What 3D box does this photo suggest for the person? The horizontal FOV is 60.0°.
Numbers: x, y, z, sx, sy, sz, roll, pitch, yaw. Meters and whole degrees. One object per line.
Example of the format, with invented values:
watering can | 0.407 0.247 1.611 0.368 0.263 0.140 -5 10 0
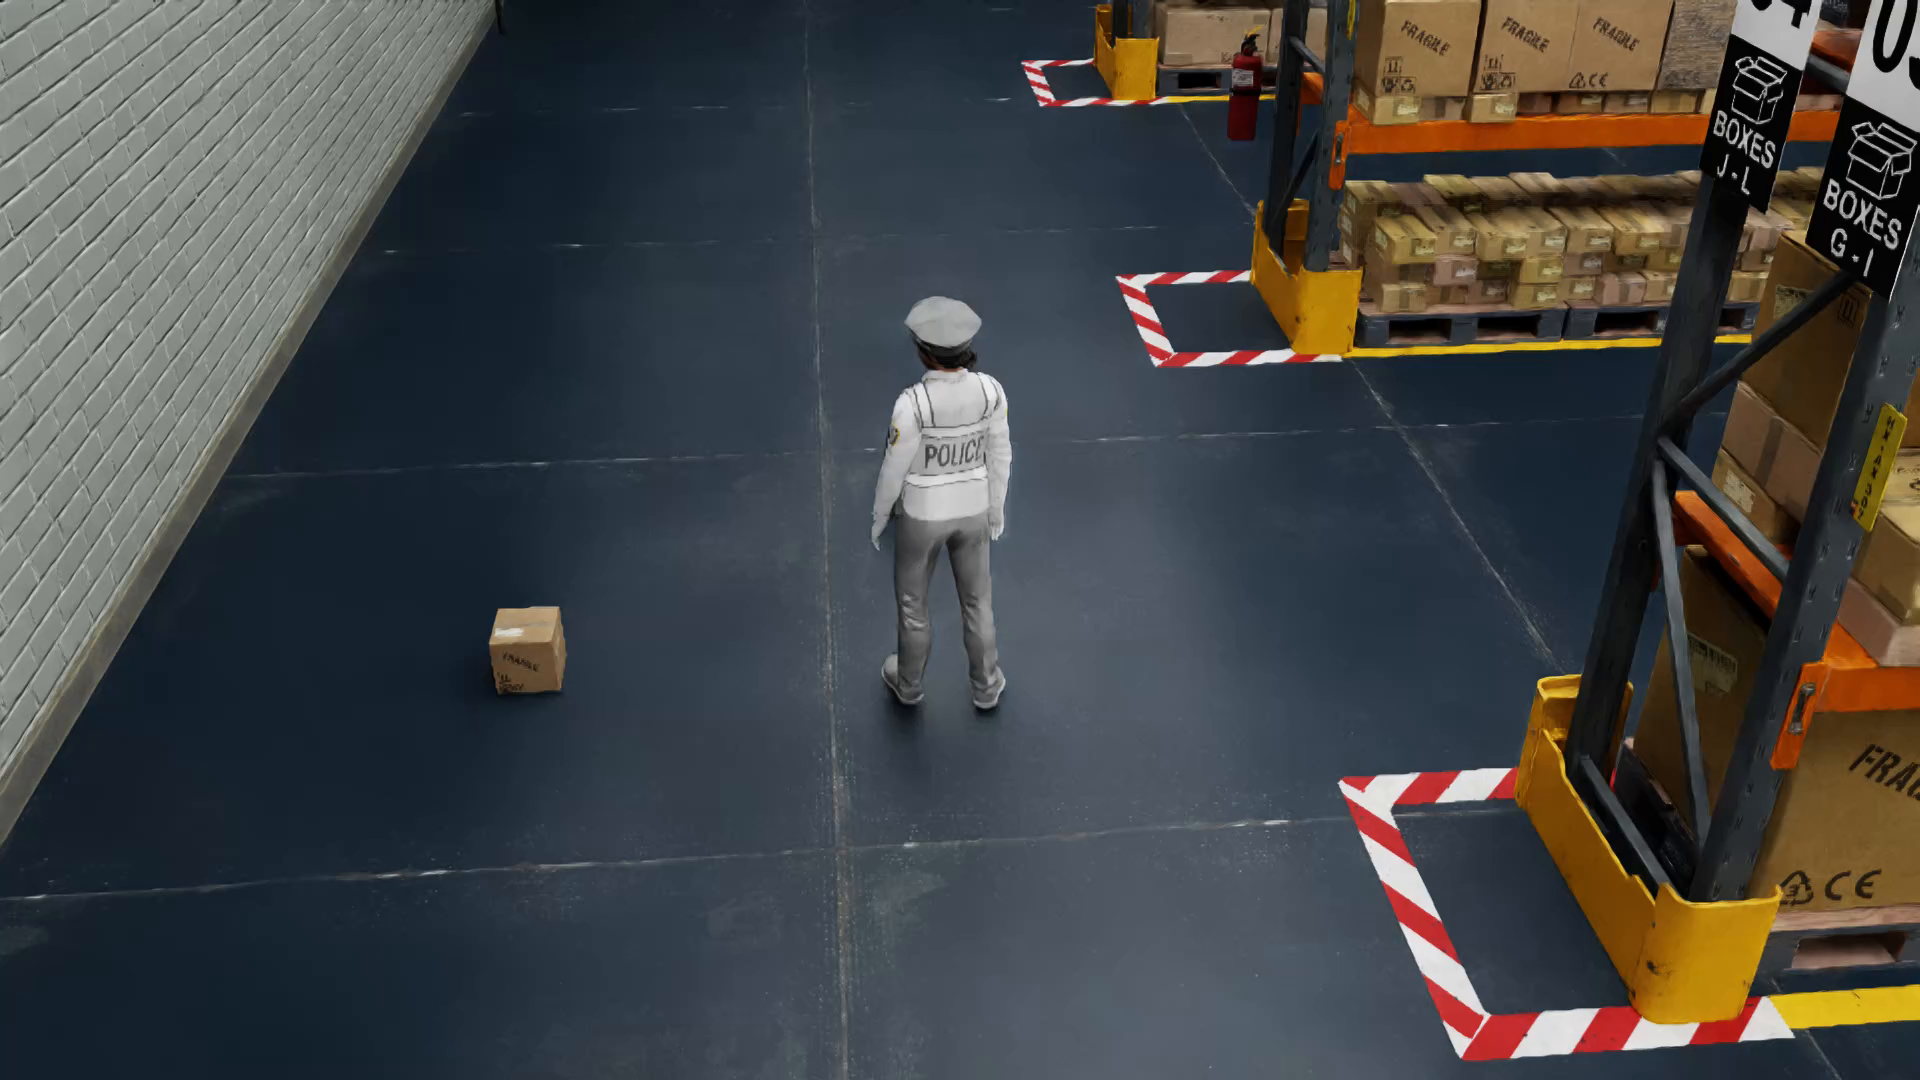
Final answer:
person | -0.080 -0.112 6.254 0.540 1.686 0.430 -14 34 -21
